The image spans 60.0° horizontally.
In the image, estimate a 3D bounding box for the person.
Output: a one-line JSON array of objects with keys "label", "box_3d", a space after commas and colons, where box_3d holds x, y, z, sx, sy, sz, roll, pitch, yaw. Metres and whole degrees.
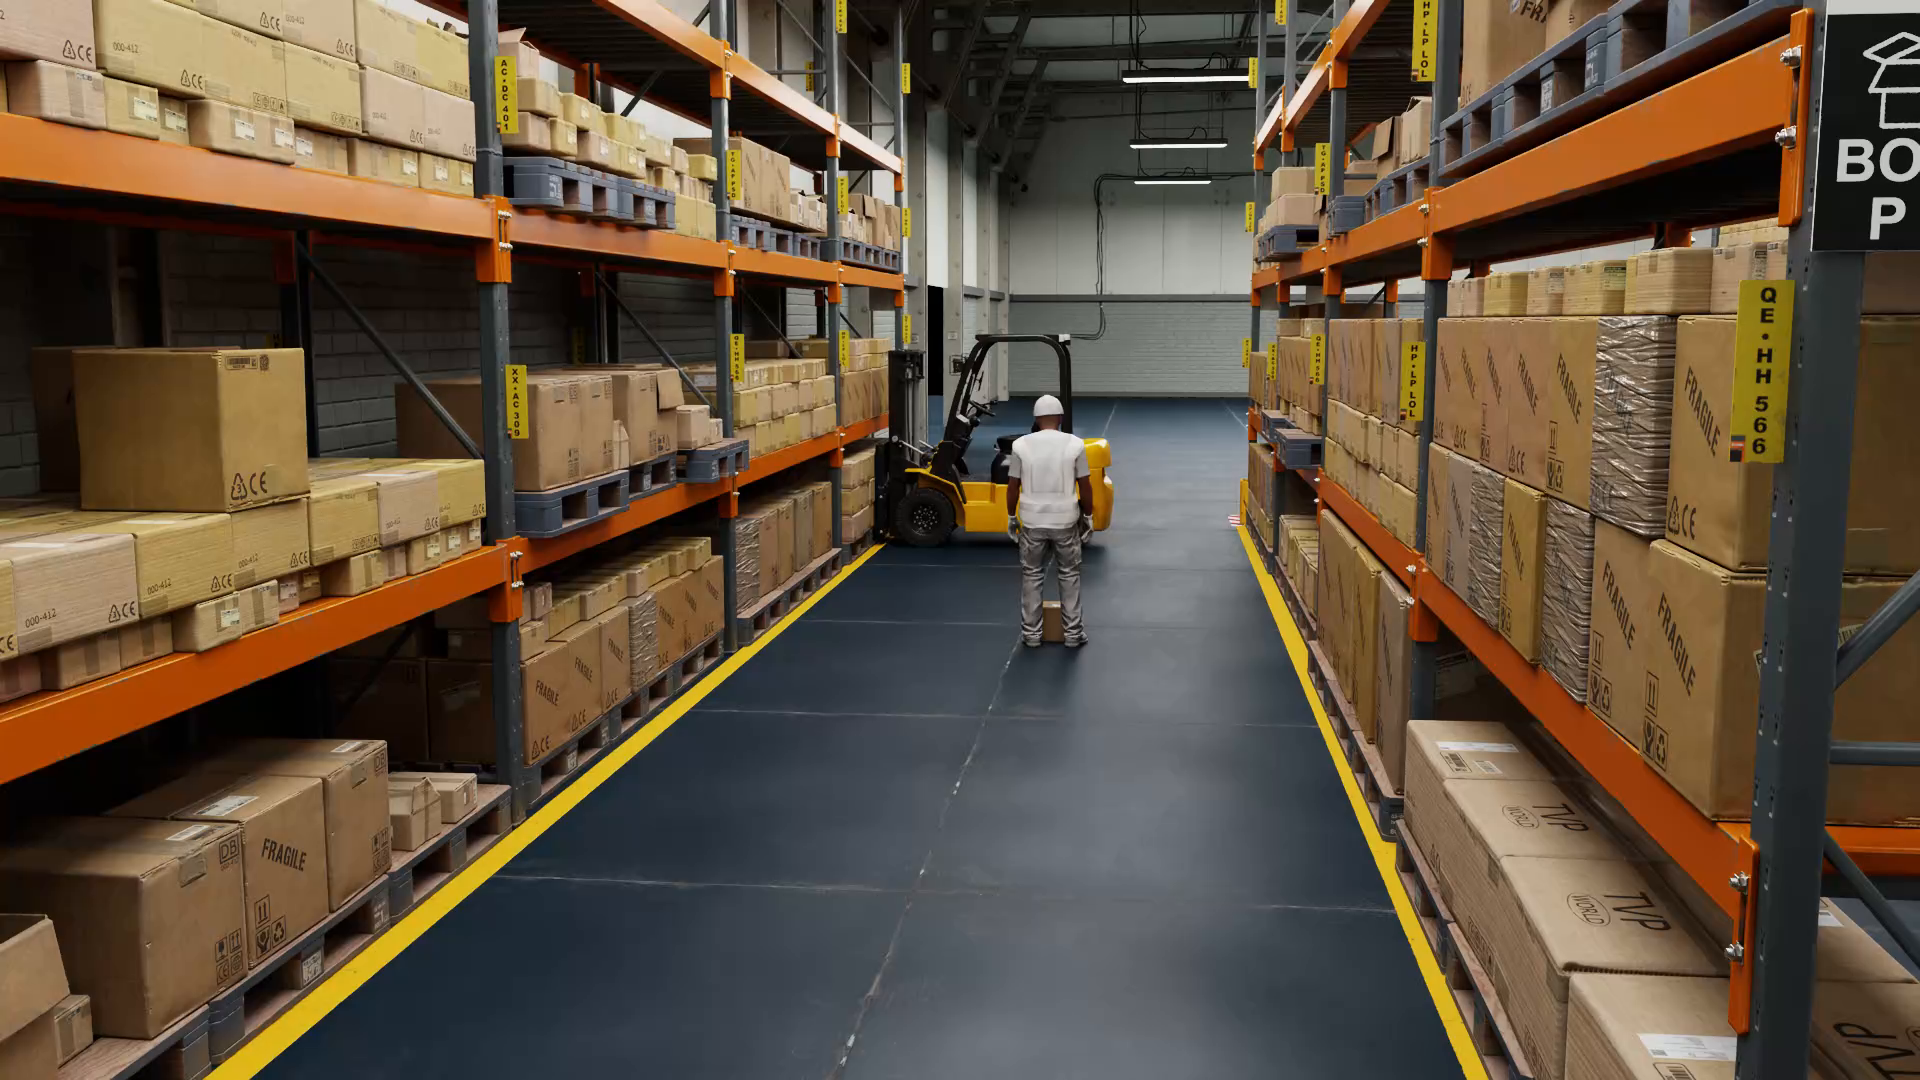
[{"label": "person", "box_3d": [0.639, -0.132, 11.757, 0.615, 1.772, 0.451, 1, 8, 6]}]
